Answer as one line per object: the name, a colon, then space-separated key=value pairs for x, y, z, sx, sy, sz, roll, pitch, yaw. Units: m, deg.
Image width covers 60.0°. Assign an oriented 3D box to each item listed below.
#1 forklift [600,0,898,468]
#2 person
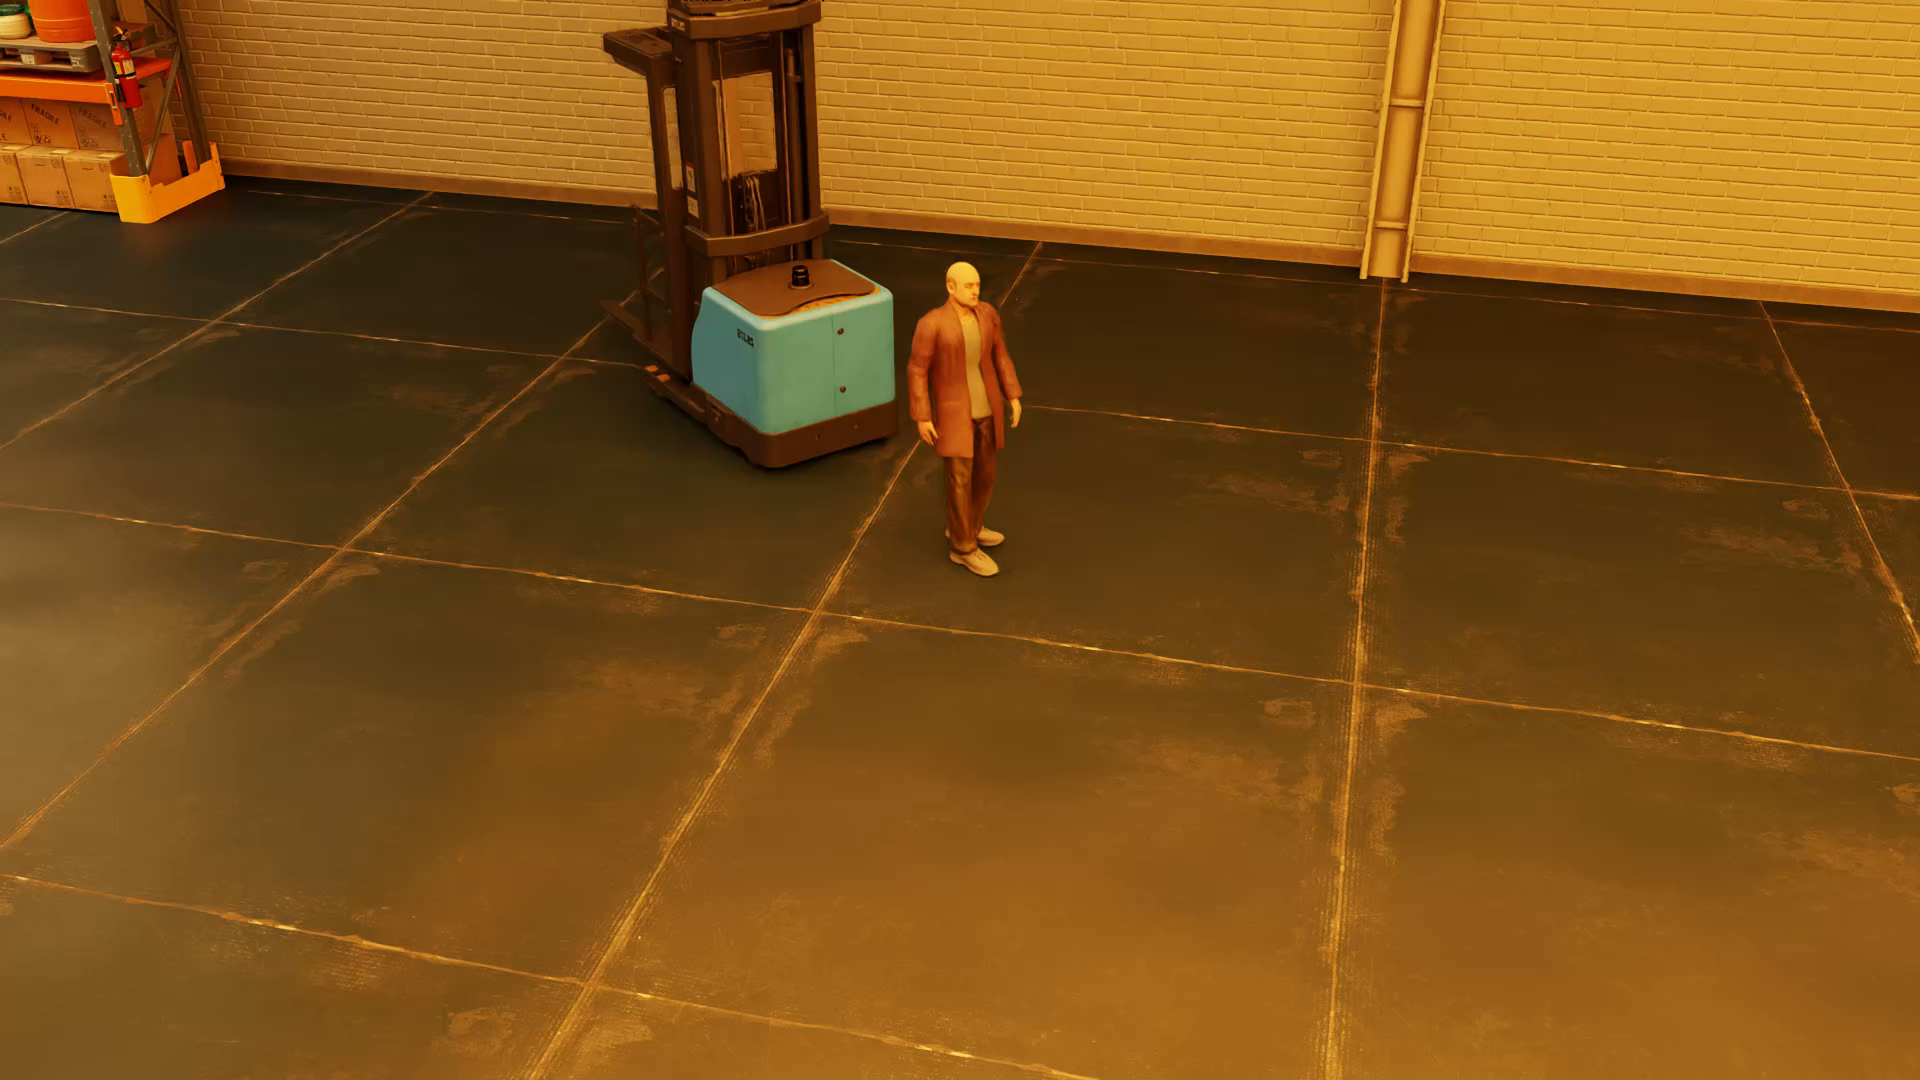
forklift: x=-1.673 y=-2.421 z=11.443 sx=1.130 sy=2.935 sz=3.031 roll=-19 pitch=35 yaw=-30
person: x=0.103 y=-0.692 z=9.590 sx=0.726 sy=1.769 sz=0.658 roll=-17 pitch=34 yaw=-27
